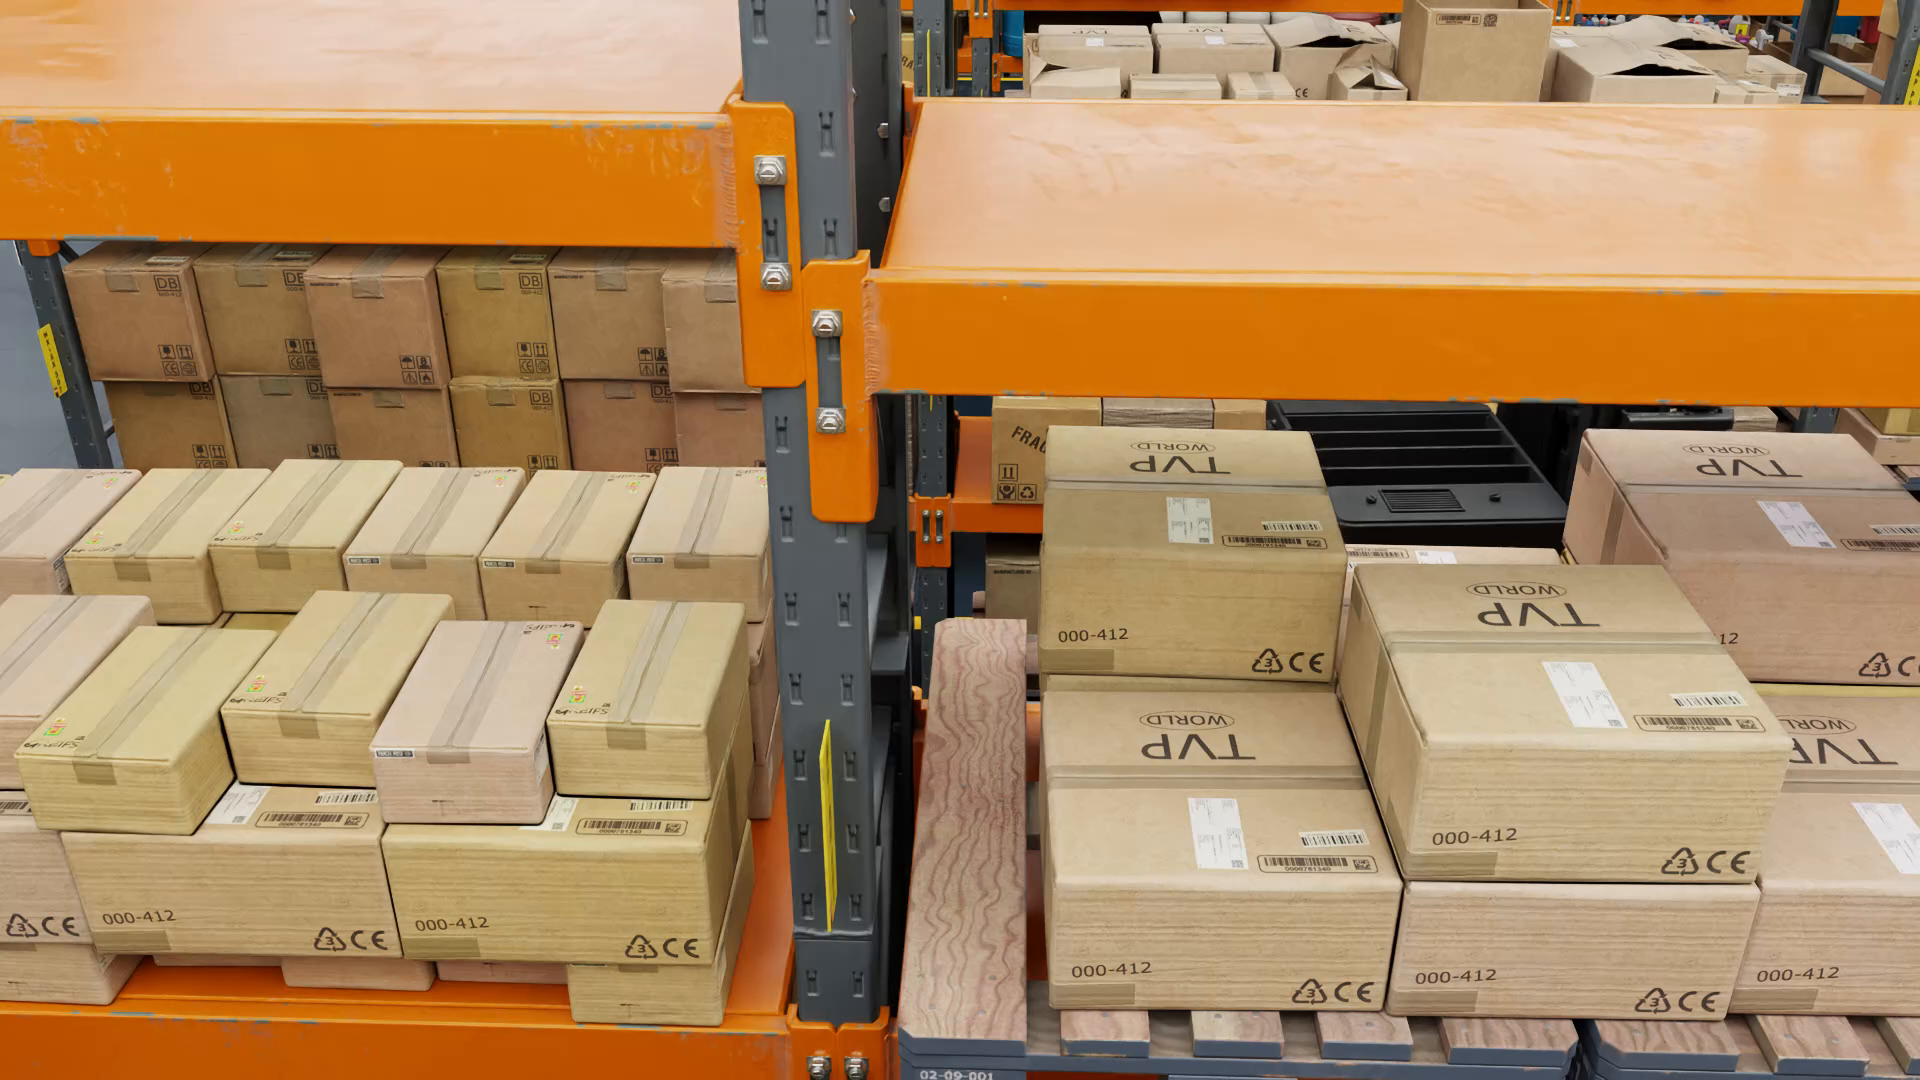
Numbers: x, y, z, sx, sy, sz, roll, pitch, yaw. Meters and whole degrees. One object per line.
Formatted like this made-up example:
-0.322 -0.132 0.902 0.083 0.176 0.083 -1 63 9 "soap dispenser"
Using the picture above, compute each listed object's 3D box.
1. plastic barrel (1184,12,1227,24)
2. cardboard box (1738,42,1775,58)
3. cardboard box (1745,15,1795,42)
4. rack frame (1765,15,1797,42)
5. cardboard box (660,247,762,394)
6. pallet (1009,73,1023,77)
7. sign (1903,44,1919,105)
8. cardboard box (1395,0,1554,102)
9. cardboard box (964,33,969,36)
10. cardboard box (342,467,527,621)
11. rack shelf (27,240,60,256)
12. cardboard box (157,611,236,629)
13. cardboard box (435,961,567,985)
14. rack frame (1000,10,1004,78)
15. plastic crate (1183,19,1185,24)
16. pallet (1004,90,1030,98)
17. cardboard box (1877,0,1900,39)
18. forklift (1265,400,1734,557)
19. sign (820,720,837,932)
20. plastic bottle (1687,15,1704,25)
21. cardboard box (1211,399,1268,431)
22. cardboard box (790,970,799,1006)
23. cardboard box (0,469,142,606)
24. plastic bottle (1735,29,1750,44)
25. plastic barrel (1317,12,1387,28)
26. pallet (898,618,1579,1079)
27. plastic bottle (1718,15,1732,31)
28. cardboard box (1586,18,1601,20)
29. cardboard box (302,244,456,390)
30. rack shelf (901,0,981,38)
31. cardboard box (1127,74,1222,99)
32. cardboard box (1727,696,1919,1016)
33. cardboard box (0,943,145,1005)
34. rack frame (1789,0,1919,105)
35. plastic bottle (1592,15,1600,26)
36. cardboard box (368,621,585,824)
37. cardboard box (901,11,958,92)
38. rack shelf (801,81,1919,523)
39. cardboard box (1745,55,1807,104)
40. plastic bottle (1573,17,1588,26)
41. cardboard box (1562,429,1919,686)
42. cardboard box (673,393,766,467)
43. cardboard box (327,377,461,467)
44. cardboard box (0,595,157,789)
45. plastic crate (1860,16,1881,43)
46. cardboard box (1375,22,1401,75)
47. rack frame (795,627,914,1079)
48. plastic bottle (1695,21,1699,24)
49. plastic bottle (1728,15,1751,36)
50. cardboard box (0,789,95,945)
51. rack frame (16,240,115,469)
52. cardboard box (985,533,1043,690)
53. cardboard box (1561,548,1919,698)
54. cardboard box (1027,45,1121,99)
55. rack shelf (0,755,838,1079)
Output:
2.454 -5.151 16.620 0.433 0.535 0.433 0 28 0 "plastic barrel"
5.544 -3.300 12.095 0.637 0.503 0.797 2 28 3 "cardboard box"
10.392 -6.478 21.463 0.637 0.503 0.797 1 28 2 "cardboard box"
8.335 -5.097 16.662 0.127 3.000 1.000 1 28 2 "rack frame"
-1.032 -1.111 7.830 0.550 0.550 0.875 1 28 2 "cardboard box"
1.257 -6.322 21.950 1.213 0.211 1.003 1 28 2 "pallet"
3.859 -1.854 6.705 0.005 0.325 0.100 1 28 2 "sign"
2.140 -2.022 6.996 0.500 0.500 0.500 1 28 2 "cardboard box"
0.048 -6.424 21.652 0.500 0.250 0.500 1 28 2 "cardboard box"
-1.012 0.004 3.254 0.250 0.149 0.380 0 28 0 "cardboard box"
-2.109 -1.631 7.690 4.000 0.370 1.077 1 28 2 "rack shelf"
-1.630 0.183 3.341 0.500 0.250 0.500 1 28 2 "cardboard box"
-0.759 0.606 2.970 0.250 0.149 0.380 1 28 2 "cardboard box"
0.519 -7.548 21.285 0.127 3.000 1.000 1 28 2 "rack frame"
2.091 -5.239 17.156 0.662 0.188 0.450 1 28 2 "plastic crate"
0.808 -1.839 7.519 1.217 0.209 0.805 0 28 0 "pallet"
4.301 -2.347 7.349 0.258 0.266 0.396 1 28 2 "cardboard box"
1.575 0.601 5.987 3.031 2.935 1.130 -1 28 -2 "forklift"
-0.196 0.428 2.485 0.005 0.325 0.100 1 28 2 "sign"
7.521 -5.234 17.054 0.135 0.276 0.152 1 28 2 "plastic bottle"
1.410 -0.483 7.851 0.500 0.500 0.500 1 28 2 "cardboard box"
-0.616 1.002 3.666 0.500 0.500 0.700 1 28 1 "cardboard box"
-1.791 0.007 3.248 0.250 0.149 0.380 1 28 1 "cardboard box"
7.697 -4.883 16.383 0.133 0.283 0.061 1 28 2 "plastic bottle"
3.863 -5.089 16.502 0.708 0.536 0.600 1 28 2 "plastic barrel"
0.429 0.546 3.016 1.003 0.211 1.213 1 28 2 "pallet"
7.851 -5.253 17.082 0.133 0.283 0.061 1 28 2 "plastic bottle"
8.011 -6.379 21.281 0.500 0.500 0.500 1 28 2 "cardboard box"
-2.631 -1.137 7.880 0.550 0.550 0.875 1 28 2 "cardboard box"
-1.833 -3.951 12.067 4.000 0.370 1.077 1 28 2 "rack shelf"
0.917 -1.902 7.145 0.380 0.149 0.250 1 28 2 "cardboard box"
1.396 0.486 2.639 0.500 0.250 0.500 1 28 1 "cardboard box"
-1.538 0.627 2.929 0.250 0.149 0.380 2 28 3 "cardboard box"
3.887 -3.175 6.632 0.127 3.000 1.000 1 28 2 "rack frame"
6.517 -5.261 17.110 0.097 0.271 0.097 0 28 0 "plastic bottle"
-0.771 0.290 2.715 0.250 0.149 0.380 0 28 1 "cardboard box"
-0.275 -3.655 12.450 0.500 0.500 0.500 1 28 2 "cardboard box"
1.815 -0.395 2.583 4.000 0.370 1.077 1 28 2 "rack shelf"
3.559 -2.049 7.423 0.250 0.149 0.380 0 28 0 "cardboard box"
6.175 -5.029 16.586 0.185 0.351 0.144 1 28 2 "plastic bottle"
1.420 0.019 2.987 0.500 0.250 0.500 1 28 3 "cardboard box"
-1.030 -0.656 8.125 0.550 0.550 0.875 1 28 2 "cardboard box"
-2.630 -0.671 8.154 0.550 0.550 0.875 1 28 2 "cardboard box"
-1.550 0.248 2.793 0.250 0.149 0.380 0 28 1 "cardboard box"
9.219 -5.020 16.384 0.583 0.464 0.402 1 28 2 "plastic crate"
2.158 -2.172 7.482 0.500 0.311 0.500 0 28 1 "cardboard box"
-0.184 1.728 3.788 0.127 3.000 1.000 1 28 2 "rack frame"
7.220 -4.940 16.419 0.185 0.351 0.144 1 28 2 "plastic bottle"
7.955 -5.233 16.972 0.185 0.351 0.144 1 28 2 "plastic bottle"
-1.649 0.433 2.870 0.500 0.250 0.500 1 28 1 "cardboard box"
-4.108 -0.657 8.287 0.127 3.000 1.000 1 28 2 "rack frame"
0.513 0.186 8.651 0.750 0.750 1.050 1 28 2 "cardboard box"
1.420 0.245 3.095 0.500 0.250 0.500 1 28 2 "cardboard box"
0.484 -1.960 7.130 0.396 0.266 0.258 1 28 1 "cardboard box"
-2.183 0.687 3.316 4.000 0.370 1.077 1 28 2 "rack shelf"
